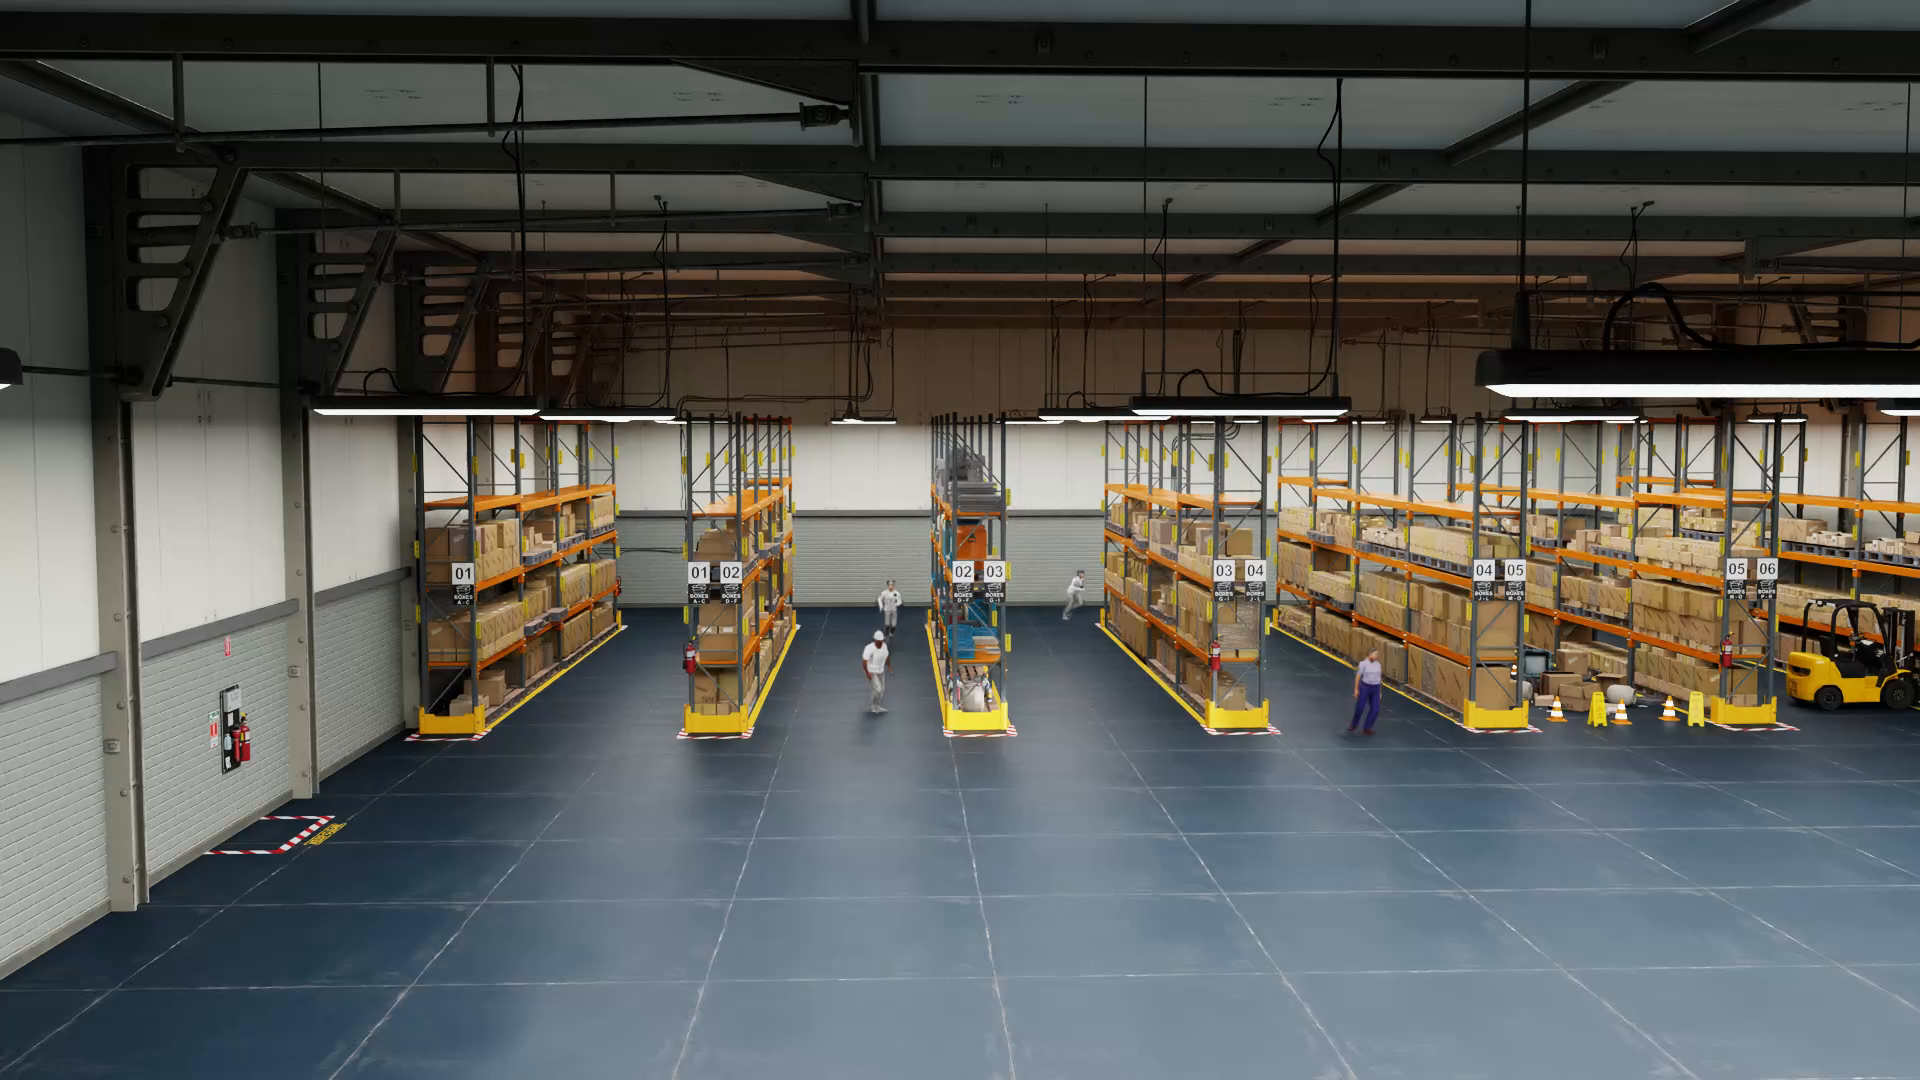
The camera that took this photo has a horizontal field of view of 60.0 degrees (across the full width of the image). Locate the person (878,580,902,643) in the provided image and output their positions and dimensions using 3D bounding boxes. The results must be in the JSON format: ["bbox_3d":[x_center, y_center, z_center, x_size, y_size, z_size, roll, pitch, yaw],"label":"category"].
[{"bbox_3d":[-1.801,1.844,42.957,0.601,1.647,0.618,0,4,-7],"label":"person"}]

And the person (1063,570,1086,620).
[{"bbox_3d":[3.426,1.614,49.234,0.848,1.503,0.651,3,5,36],"label":"person"}]

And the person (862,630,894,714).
[{"bbox_3d":[-1.656,2.623,33.169,0.626,1.695,0.706,3,5,42],"label":"person"}]

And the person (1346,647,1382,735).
[{"bbox_3d":[7.533,2.814,30.950,0.618,1.611,0.487,-1,4,-20],"label":"person"}]
